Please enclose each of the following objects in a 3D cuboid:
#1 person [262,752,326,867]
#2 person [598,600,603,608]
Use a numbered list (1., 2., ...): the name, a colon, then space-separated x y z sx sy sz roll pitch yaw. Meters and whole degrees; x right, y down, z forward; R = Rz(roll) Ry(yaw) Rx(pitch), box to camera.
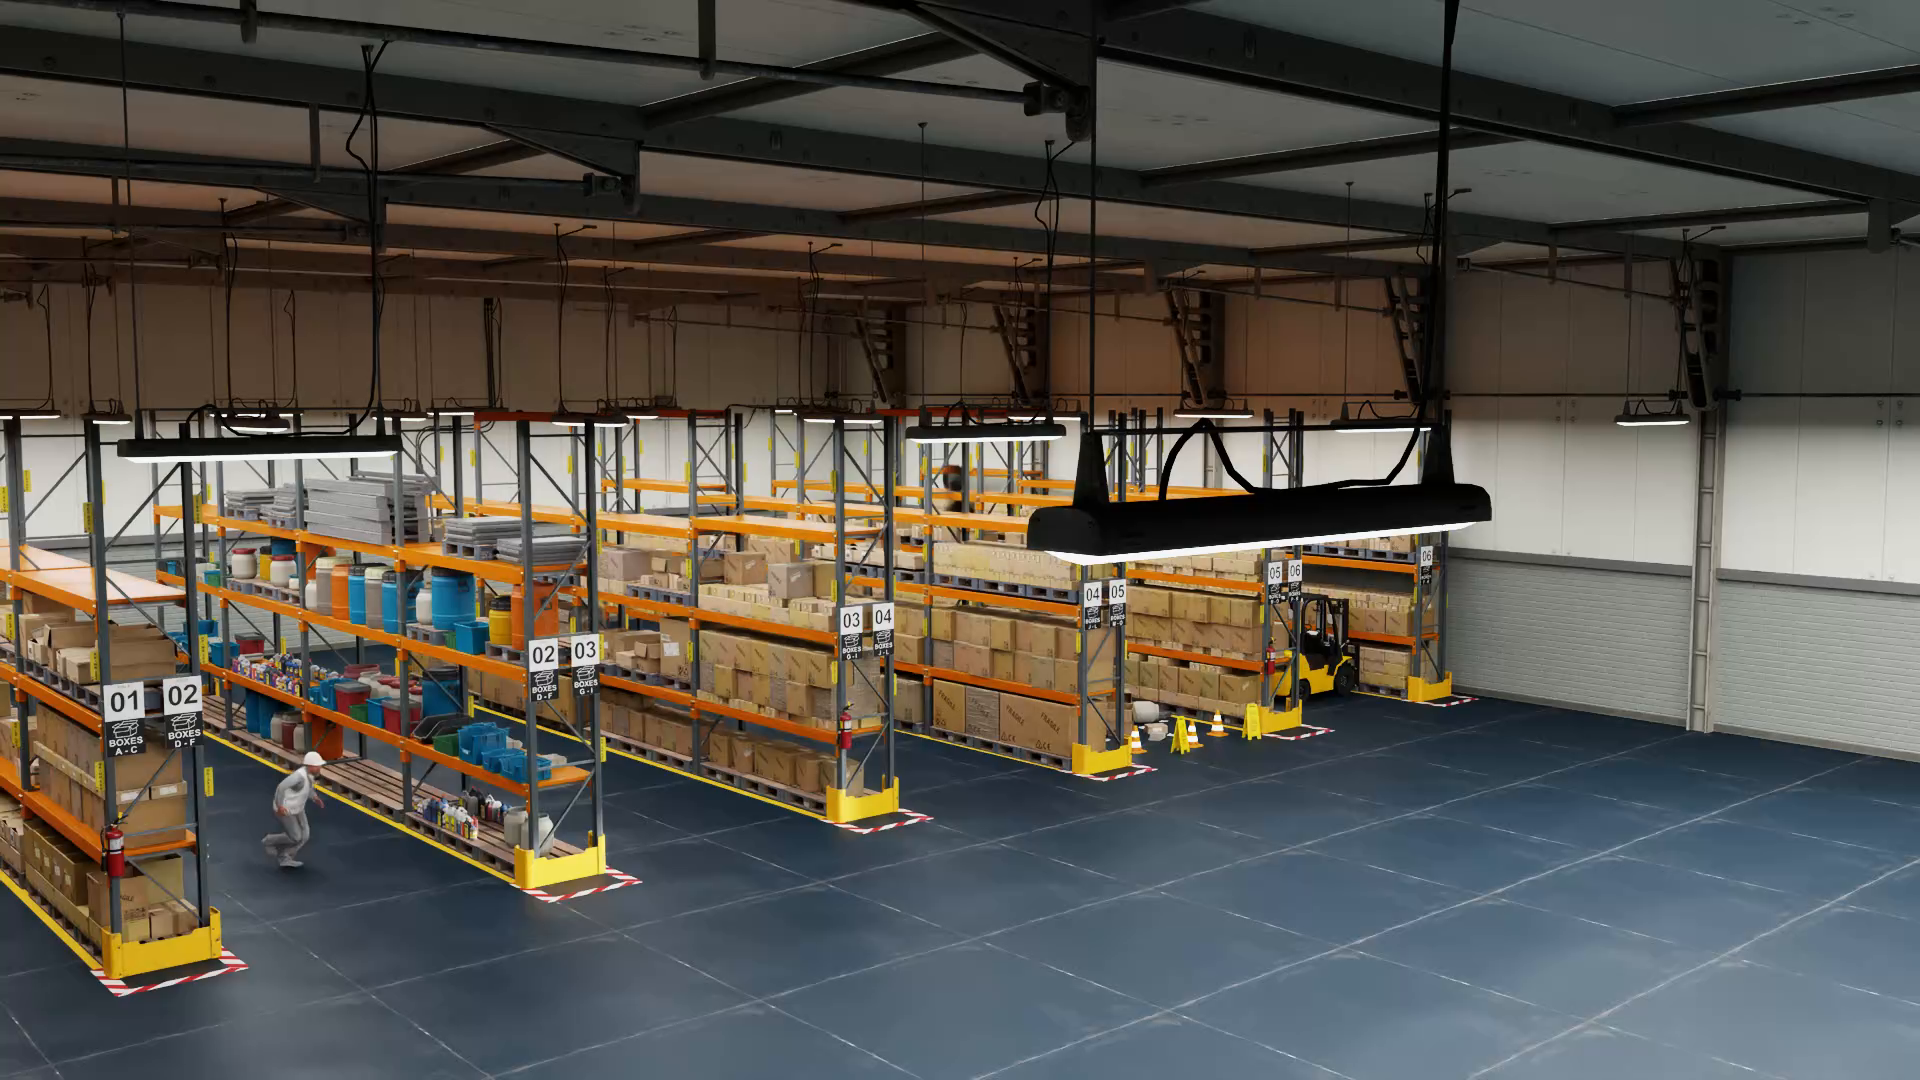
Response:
1. person: -8.897 3.603 22.177 0.931 1.583 0.677 1 5 10
2. person: -8.983 1.875 41.355 0.595 1.635 0.849 2 5 18
